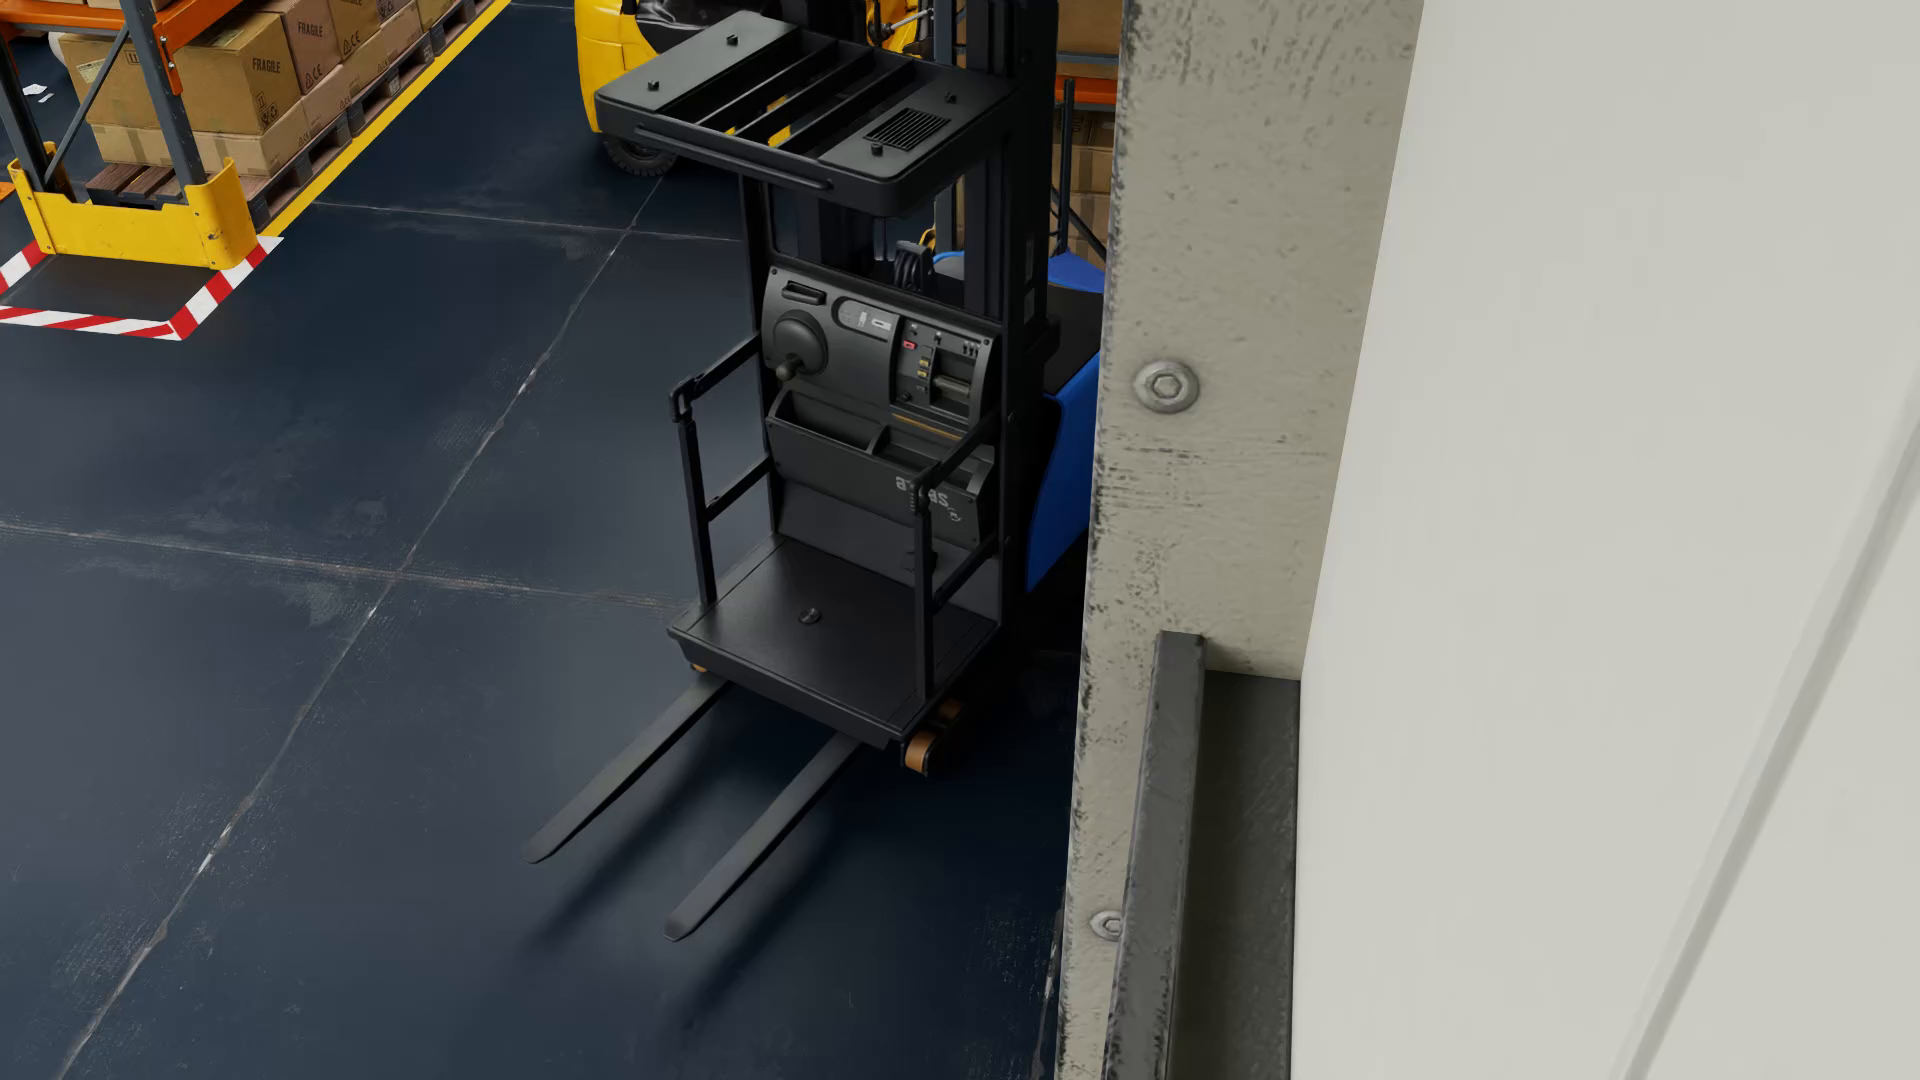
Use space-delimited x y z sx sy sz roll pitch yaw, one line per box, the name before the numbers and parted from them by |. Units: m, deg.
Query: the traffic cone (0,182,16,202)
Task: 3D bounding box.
traffic cone | -5.702 -2.173 9.515 0.336 0.463 0.334 6 40 8

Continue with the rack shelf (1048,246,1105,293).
rack shelf | 0.610 -0.973 7.533 0.538 0.185 1.000 -26 46 -28

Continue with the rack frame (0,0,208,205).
rack frame | -4.506 -2.739 8.208 1.000 3.000 0.127 6 40 8

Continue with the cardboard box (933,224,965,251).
cardboard box | 0.154 -1.626 8.690 0.500 0.250 0.500 7 40 8

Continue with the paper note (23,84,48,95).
paper note | -6.008 -2.919 10.766 0.148 0.019 0.142 20 44 23

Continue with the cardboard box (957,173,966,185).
cardboard box | 0.156 -2.005 8.364 0.500 0.250 0.500 8 40 9

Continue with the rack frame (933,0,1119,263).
rack frame | 0.383 -2.194 7.549 1.000 3.000 0.127 6 40 8

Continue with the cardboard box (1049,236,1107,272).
cardboard box | 0.661 -1.583 8.638 0.500 0.250 0.500 7 40 8

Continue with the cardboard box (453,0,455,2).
cardboard box | -3.651 -3.951 11.502 0.500 0.250 0.500 8 40 10

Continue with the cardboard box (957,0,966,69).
cardboard box | 0.210 -2.570 7.926 0.500 0.500 0.500 6 40 7

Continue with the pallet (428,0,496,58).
pallet | -3.895 -3.749 11.619 1.003 0.211 1.213 6 40 8

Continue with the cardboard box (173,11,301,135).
cardboard box | -4.091 -2.621 9.305 0.500 0.500 0.500 5 40 6

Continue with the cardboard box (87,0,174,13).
cardboard box | -4.243 -2.832 8.519 0.380 0.149 0.250 7 40 8

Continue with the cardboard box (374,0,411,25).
cardboard box | -3.825 -3.600 10.489 0.500 0.500 0.500 8 40 10

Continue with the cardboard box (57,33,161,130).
cardboard box | -4.624 -2.661 9.355 0.500 0.500 0.500 7 40 8

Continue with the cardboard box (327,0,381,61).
cardboard box | -3.910 -3.263 10.083 0.500 0.500 0.500 7 40 9

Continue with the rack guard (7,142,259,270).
rack guard | -4.493 -1.823 9.063 1.175 0.500 0.348 6 40 8

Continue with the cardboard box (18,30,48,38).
cardboard box | -6.542 -3.798 11.343 0.797 0.637 0.503 6 40 8

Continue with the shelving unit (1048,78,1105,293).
shelving unit | 0.610 -1.112 7.418 0.538 1.500 1.048 -26 46 -28

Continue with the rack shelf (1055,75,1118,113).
rack shelf | 0.729 -3.172 9.297 1.077 0.370 4.000 6 40 8

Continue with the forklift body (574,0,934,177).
forklift body | -1.085 -3.258 9.502 2.313 2.155 1.214 6 40 8

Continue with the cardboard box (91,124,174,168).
cardboard box | -4.627 -2.393 9.618 0.500 0.250 0.500 6 40 7

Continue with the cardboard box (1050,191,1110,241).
cardboard box | 0.669 -1.761 8.462 0.500 0.250 0.500 7 40 8

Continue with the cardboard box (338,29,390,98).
cardboard box | -3.916 -2.980 10.329 0.500 0.250 0.500 9 40 11

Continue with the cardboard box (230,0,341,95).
cardboard box | -4.004 -2.949 9.703 0.500 0.500 0.500 5 40 6

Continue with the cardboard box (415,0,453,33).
cardboard box | -3.734 -3.615 11.097 0.500 0.250 0.500 5 40 6

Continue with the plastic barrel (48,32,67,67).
plastic barrel | -5.640 -3.209 10.799 0.421 0.421 0.512 -28 47 -30

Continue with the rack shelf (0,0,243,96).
rack shelf | -4.160 -3.717 9.956 1.077 0.370 4.000 6 40 8

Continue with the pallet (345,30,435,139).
pallet | -4.104 -2.981 10.690 1.003 0.211 1.213 6 40 8

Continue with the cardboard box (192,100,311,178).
cardboard box | -4.094 -2.317 9.526 0.500 0.250 0.500 6 40 7

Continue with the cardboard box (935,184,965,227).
cardboard box | 0.160 -1.828 8.543 0.500 0.250 0.500 6 40 7

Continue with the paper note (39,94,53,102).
paper note | -5.867 -2.839 10.676 0.032 0.001 0.123 6 40 8

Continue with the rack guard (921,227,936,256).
rack guard | 0.379 -1.215 8.328 1.175 0.500 0.348 6 40 8

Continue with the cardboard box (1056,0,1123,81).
cardboard box | 0.743 -2.513 7.856 0.500 0.500 0.500 8 40 9

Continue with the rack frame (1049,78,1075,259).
rack frame | 0.302 -1.370 7.730 0.500 1.500 0.032 -26 46 -28

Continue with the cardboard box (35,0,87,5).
cardboard box | -4.652 -2.900 8.601 0.380 0.149 0.250 8 40 9

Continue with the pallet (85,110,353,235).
pallet | -4.318 -2.218 9.767 1.003 0.211 1.213 6 40 8

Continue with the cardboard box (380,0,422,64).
cardboard box | -3.826 -3.297 10.712 0.500 0.250 0.500 7 40 8

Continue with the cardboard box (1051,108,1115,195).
cardboard box | 0.653 -1.962 8.313 0.500 0.250 0.500 6 40 7

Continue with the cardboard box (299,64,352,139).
cardboard box | -3.998 -2.636 9.913 0.500 0.250 0.500 8 40 9

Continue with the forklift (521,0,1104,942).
forklift | -0.408 -0.601 5.676 1.130 2.935 3.031 21 44 24
